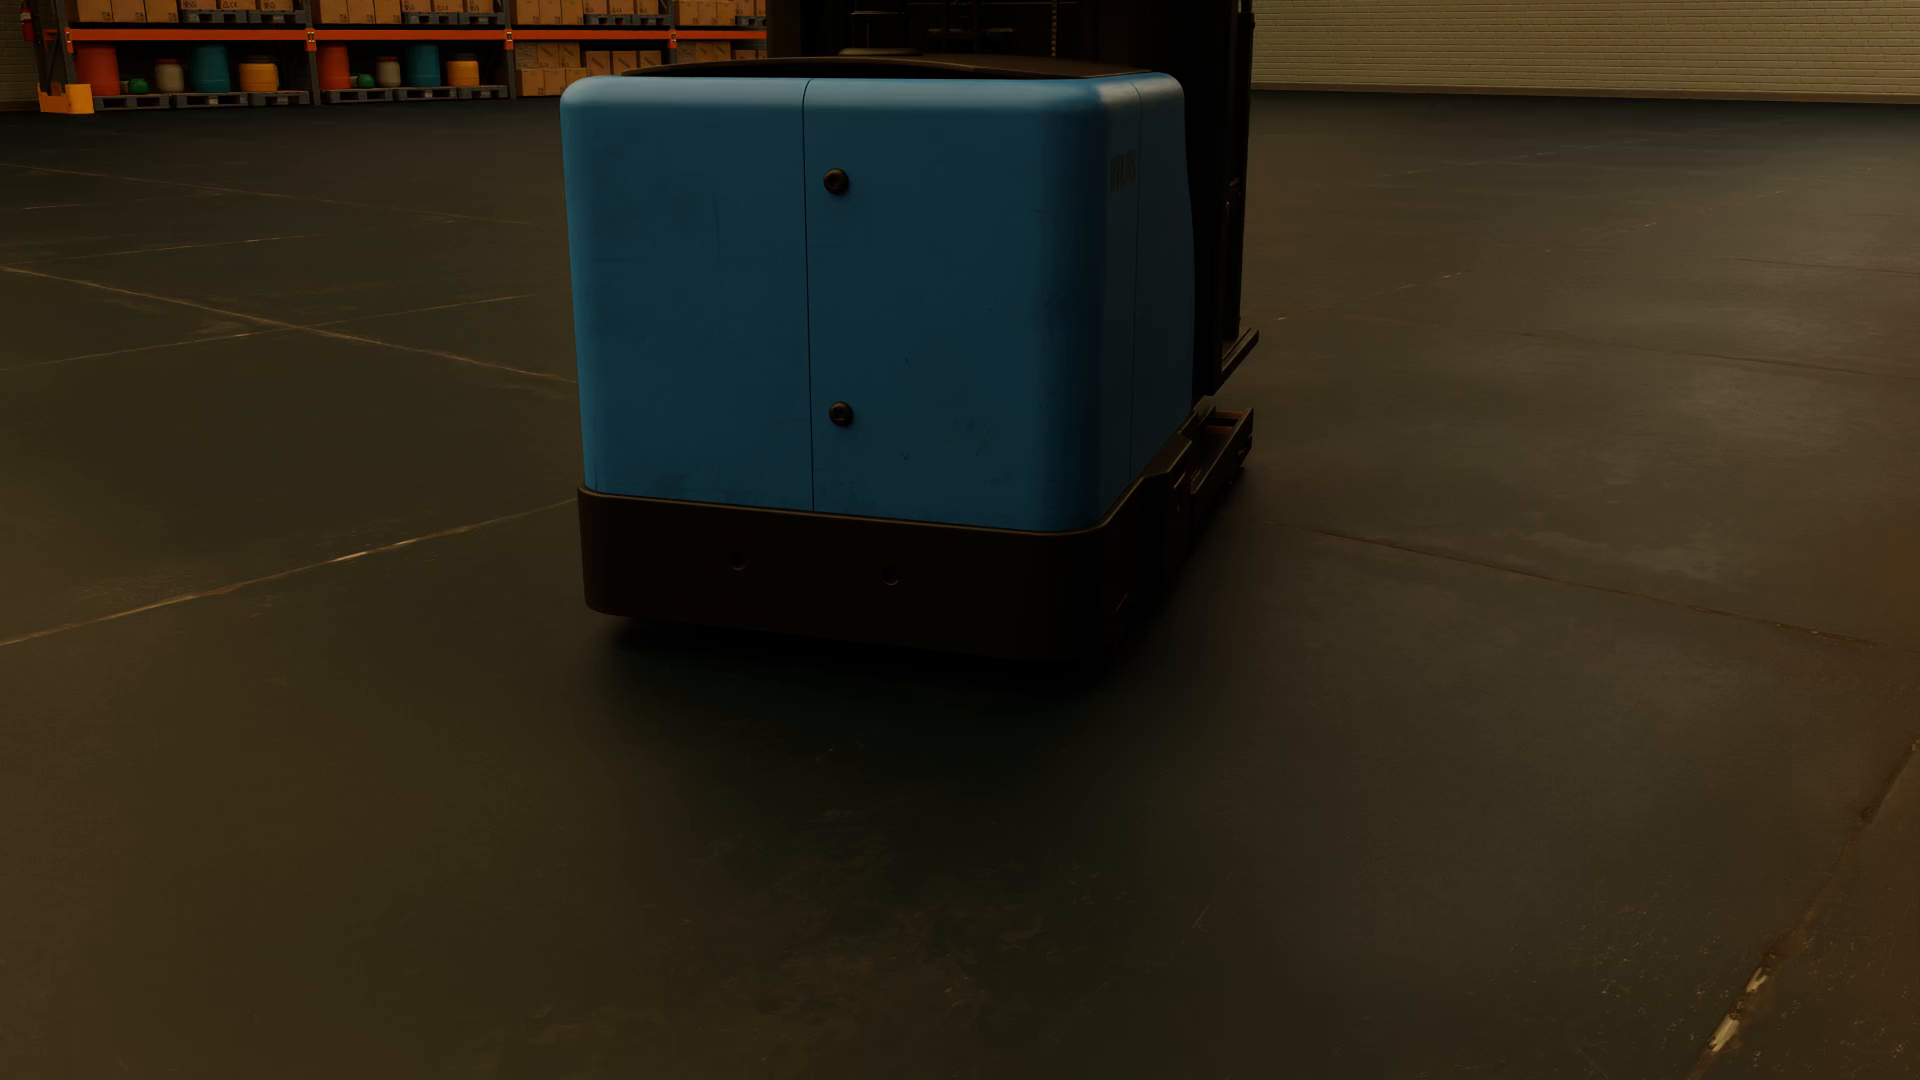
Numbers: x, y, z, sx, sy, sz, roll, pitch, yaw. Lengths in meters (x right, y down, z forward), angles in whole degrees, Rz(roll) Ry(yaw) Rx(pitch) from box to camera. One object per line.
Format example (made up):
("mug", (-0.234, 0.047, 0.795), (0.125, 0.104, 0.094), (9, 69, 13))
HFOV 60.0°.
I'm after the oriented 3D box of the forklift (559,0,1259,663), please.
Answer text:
("forklift", (0.182, -1.571, 4.072), (1.130, 2.935, 3.031), (5, 18, 17))
